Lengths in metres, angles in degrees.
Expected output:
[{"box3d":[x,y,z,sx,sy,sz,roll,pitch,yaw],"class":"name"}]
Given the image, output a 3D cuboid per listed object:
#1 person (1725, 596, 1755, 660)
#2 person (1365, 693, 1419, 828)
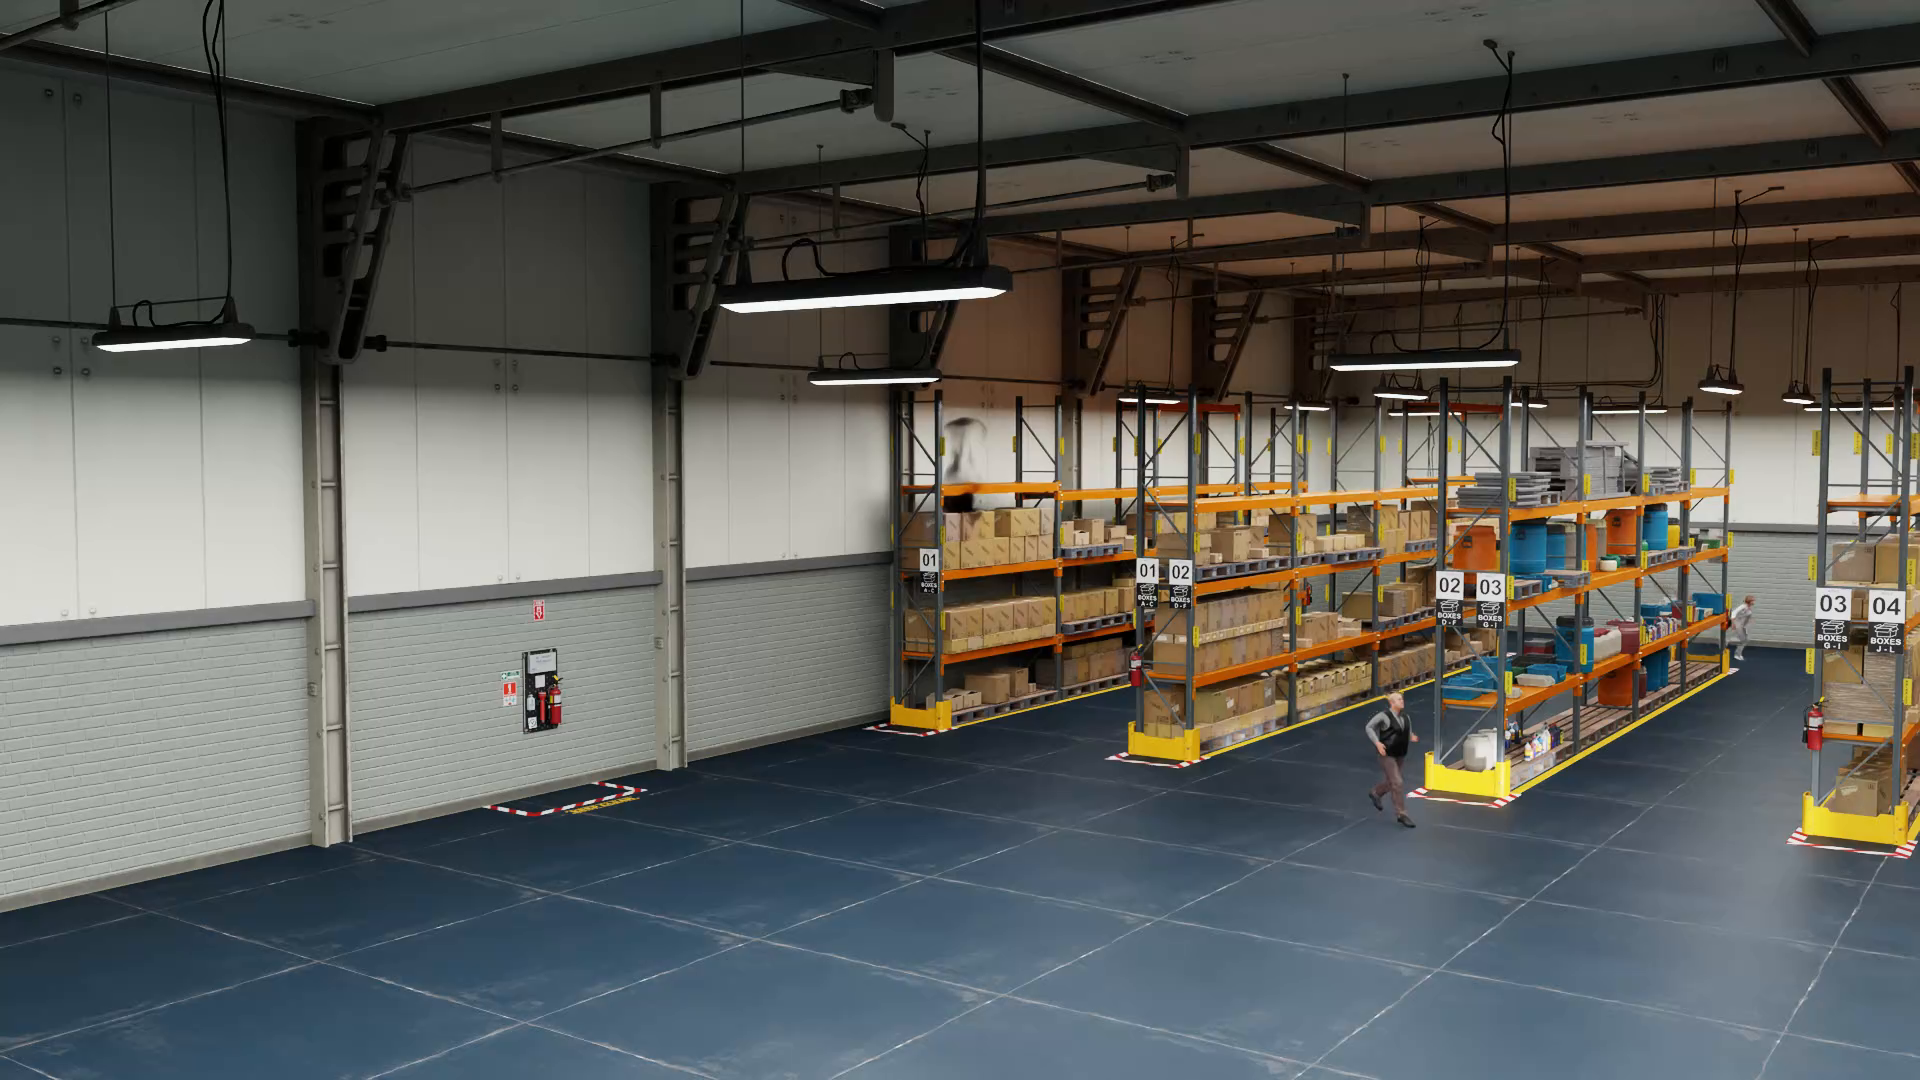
[{"box3d":[18.335,2.059,39.144,0.533,1.537,0.712,-3,4,-41],"class":"person"},{"box3d":[5.732,2.892,22.179,0.675,1.734,0.959,-2,4,-32],"class":"person"}]
